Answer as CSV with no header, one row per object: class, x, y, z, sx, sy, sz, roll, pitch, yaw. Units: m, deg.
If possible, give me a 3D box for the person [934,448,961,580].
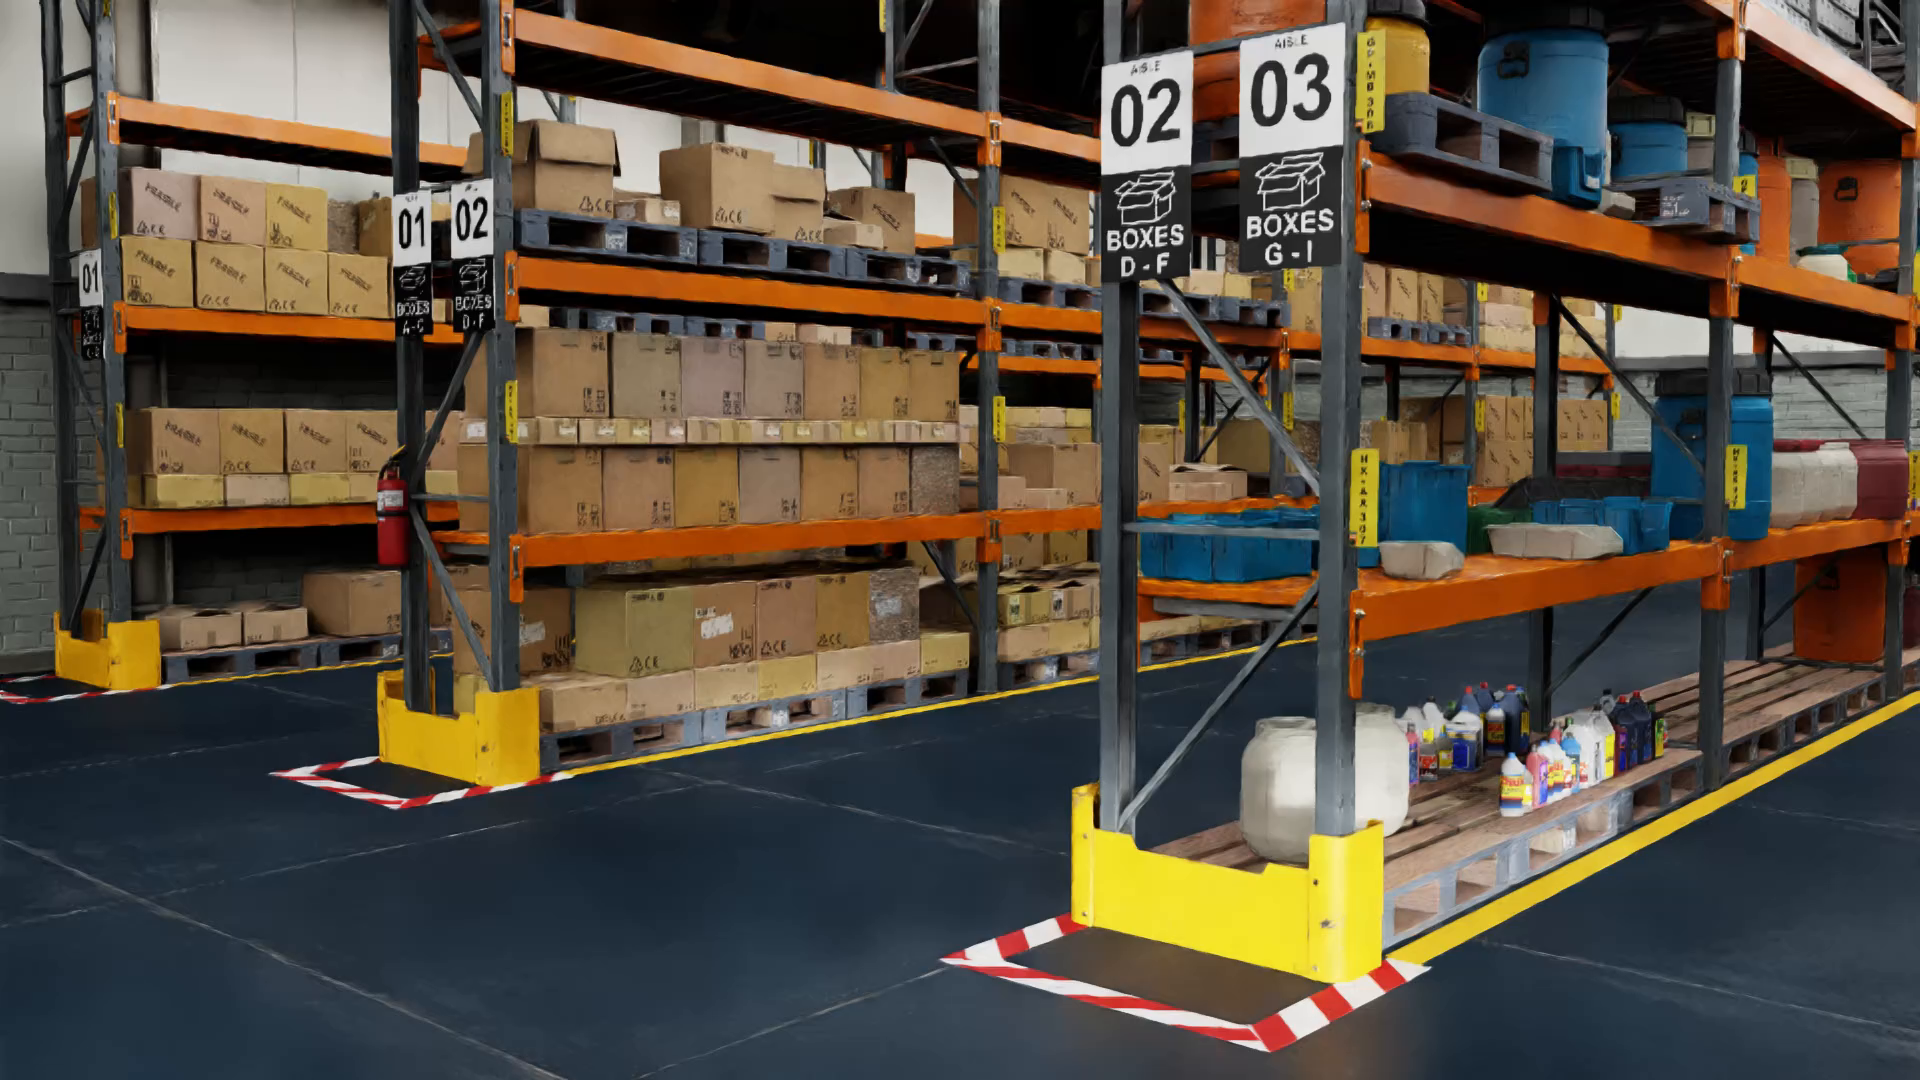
person,-0.126,-0.077,16.637,0.431,1.765,0.610,0,4,6
